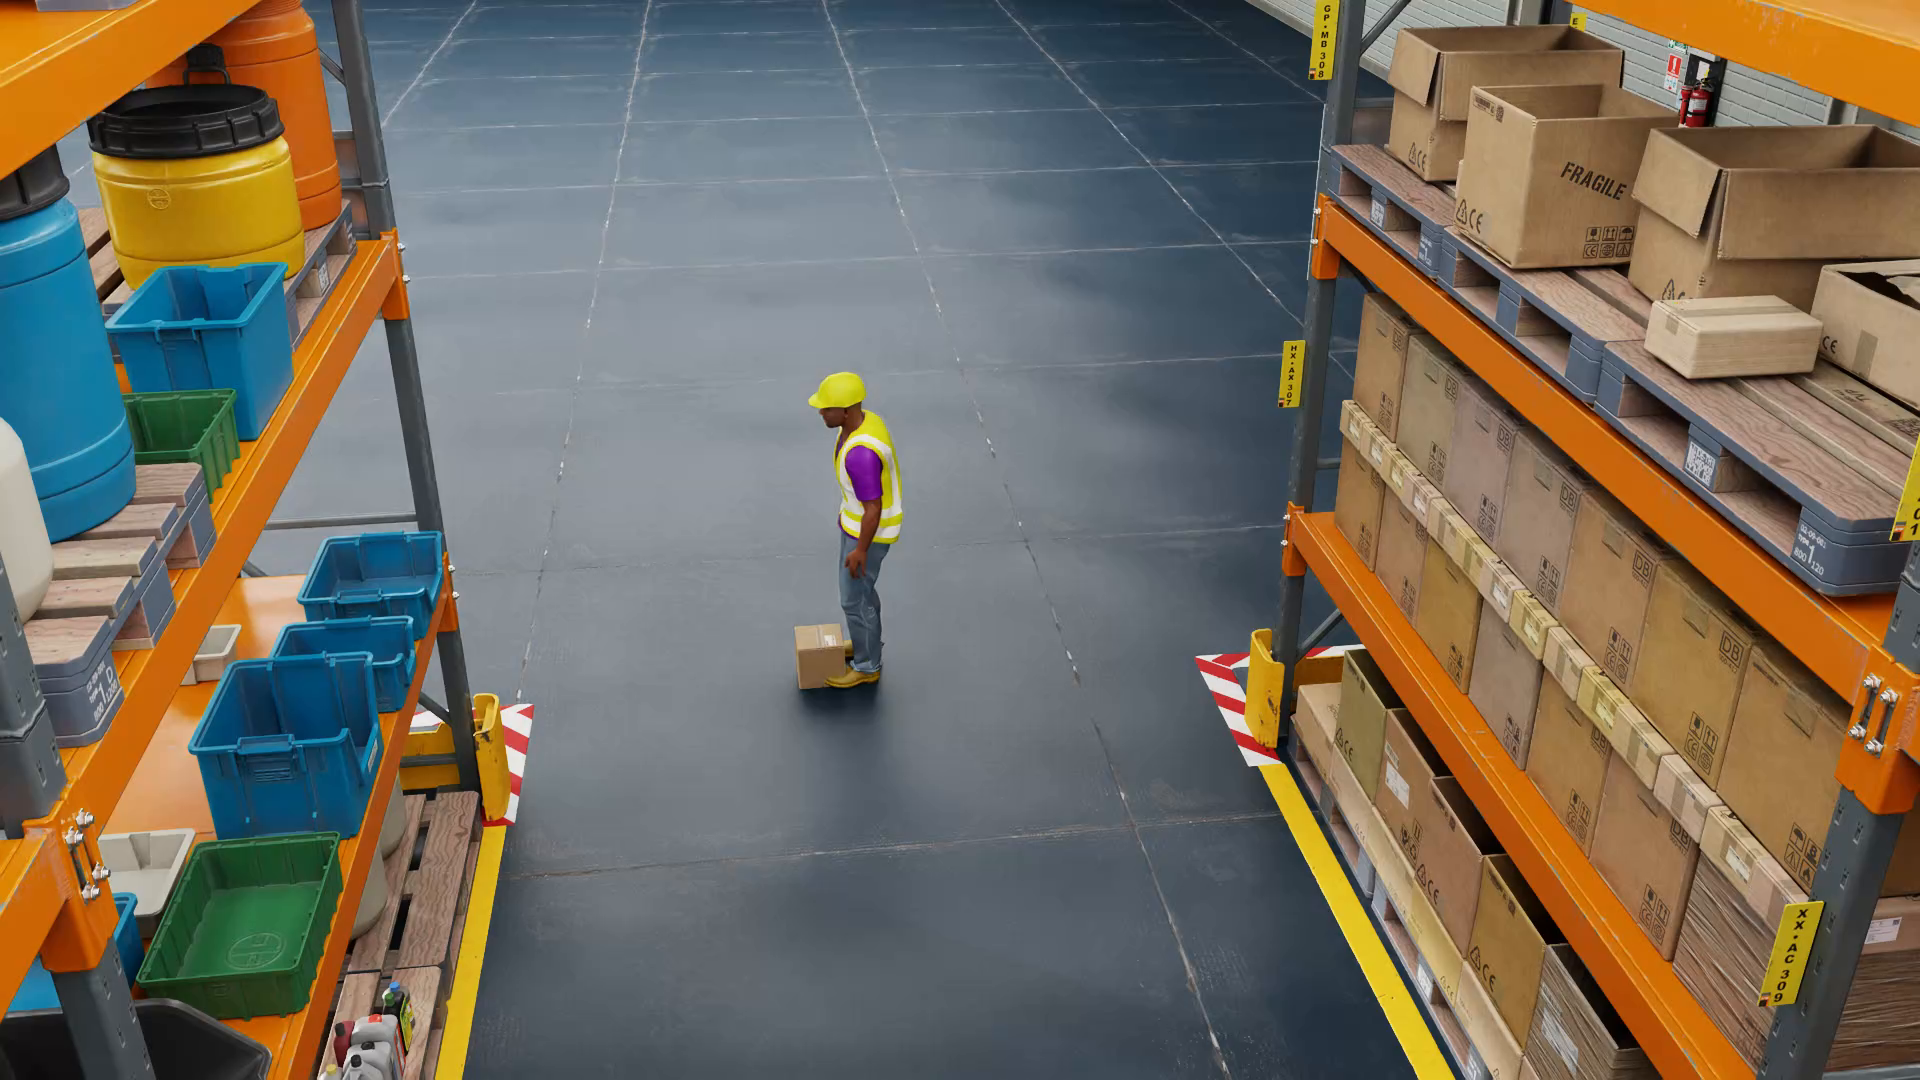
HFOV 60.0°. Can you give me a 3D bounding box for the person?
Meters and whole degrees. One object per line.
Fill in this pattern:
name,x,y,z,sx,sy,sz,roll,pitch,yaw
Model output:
person,-0.534,-0.063,8.724,0.458,1.757,0.628,-3,27,-7
